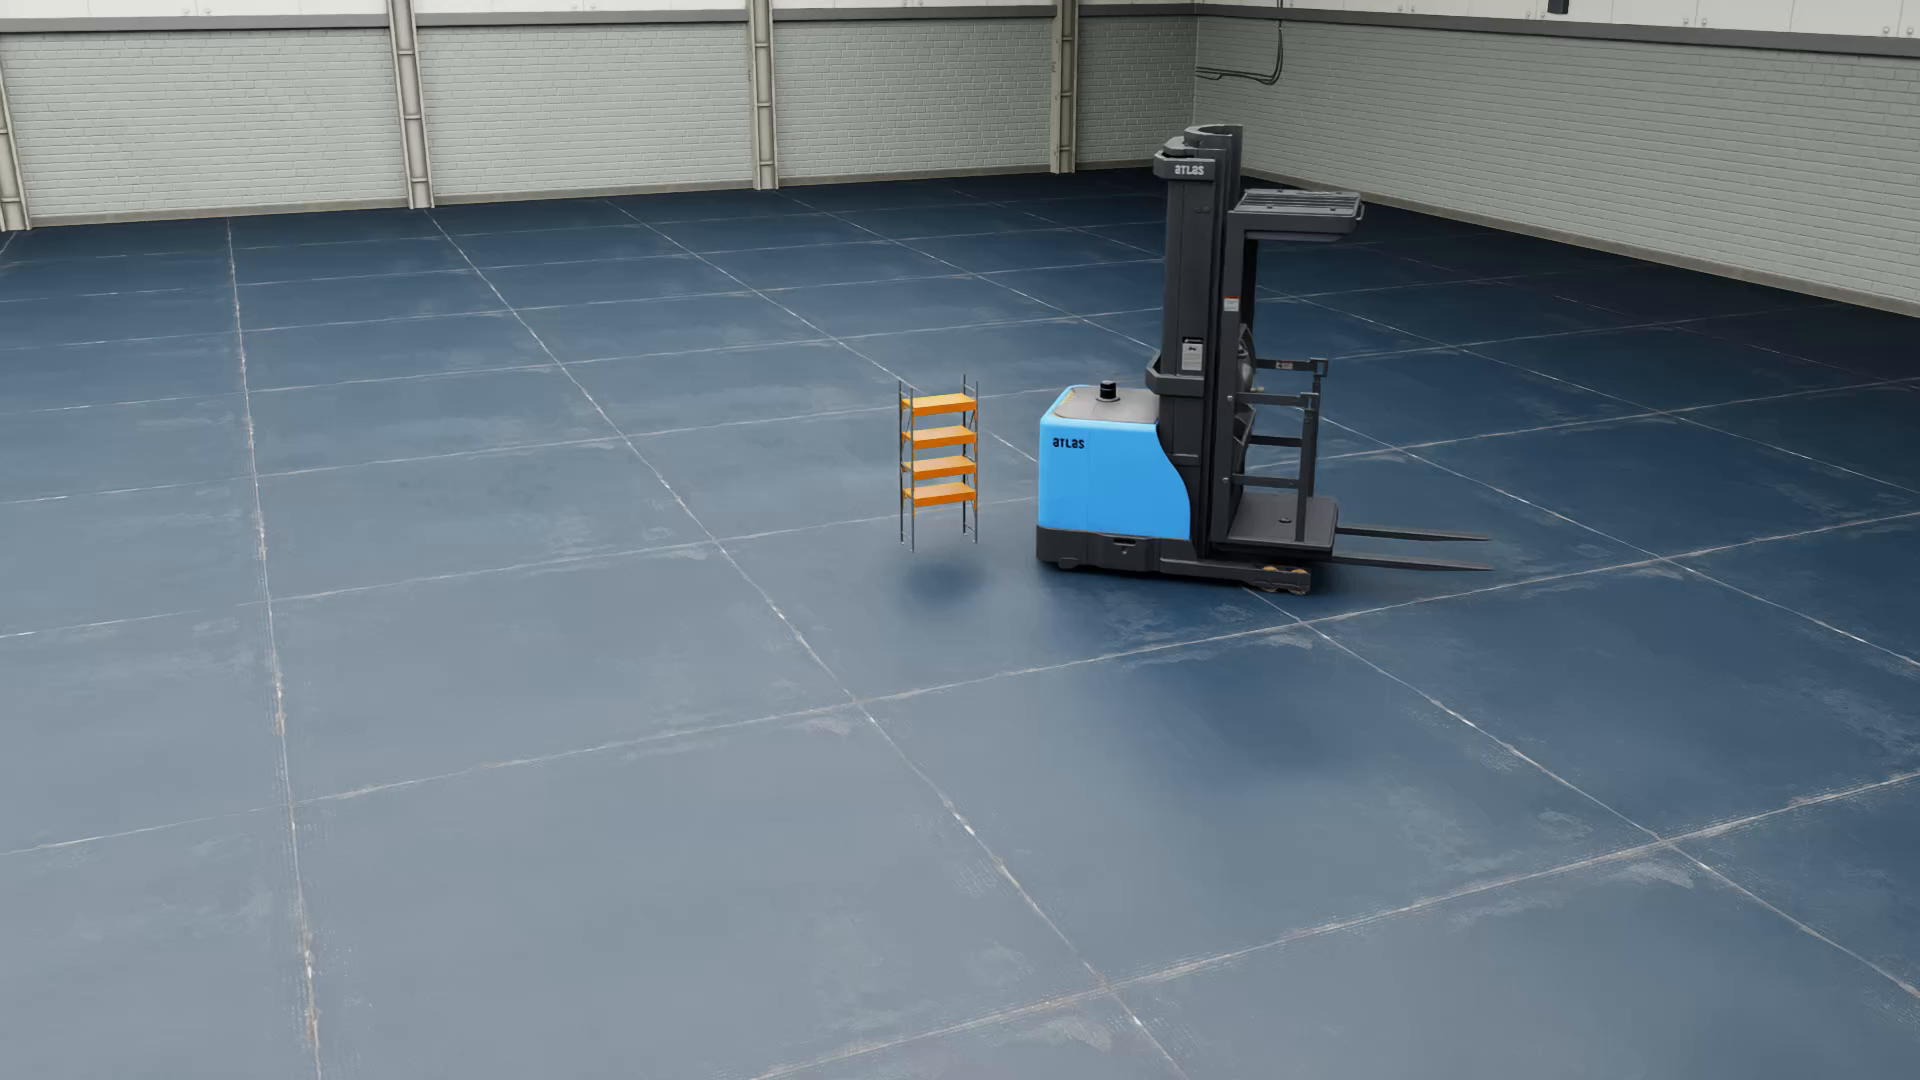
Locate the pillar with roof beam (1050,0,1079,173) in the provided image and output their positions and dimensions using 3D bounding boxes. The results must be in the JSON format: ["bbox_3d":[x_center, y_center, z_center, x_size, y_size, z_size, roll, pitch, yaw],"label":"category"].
[{"bbox_3d":[3.696,-10.092,27.136,0.400,9.000,9.100,-8,21,-22],"label":"pillar with roof beam"}]

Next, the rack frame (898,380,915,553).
[{"bbox_3d":[-0.376,-0.512,11.670,0.015,1.200,0.240,-8,21,-22],"label":"rack frame"}]

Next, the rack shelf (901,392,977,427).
[{"bbox_3d":[-0.152,-0.915,11.630,0.480,0.148,0.258,-8,21,-22],"label":"rack shelf"}]

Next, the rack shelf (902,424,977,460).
[{"bbox_3d":[-0.152,-0.692,11.709,0.480,0.148,0.258,-8,21,-22],"label":"rack shelf"}]

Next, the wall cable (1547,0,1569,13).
[{"bbox_3d":[8.965,-10.097,22.027,0.169,6.003,2.305,-8,21,-22],"label":"wall cable"}]

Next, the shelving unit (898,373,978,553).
[{"bbox_3d":[-0.152,-0.544,11.761,0.503,1.200,0.258,-8,21,-22],"label":"shelving unit"}]

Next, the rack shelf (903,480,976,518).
[{"bbox_3d":[-0.152,-0.293,11.849,0.480,0.148,0.258,-8,21,-22],"label":"rack shelf"}]

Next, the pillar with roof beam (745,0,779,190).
[{"bbox_3d":[-1.813,-9.303,24.894,0.400,9.000,9.100,-8,21,-22],"label":"pillar with roof beam"}]

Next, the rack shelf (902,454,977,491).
[{"bbox_3d":[-0.152,-0.481,11.783,0.480,0.148,0.258,-8,21,-22],"label":"rack shelf"}]

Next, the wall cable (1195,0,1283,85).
[{"bbox_3d":[5.219,-9.925,31.336,0.112,2.526,3.097,-8,21,-22],"label":"wall cable"}]

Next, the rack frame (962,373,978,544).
[{"bbox_3d":[0.072,-0.576,11.852,0.015,1.200,0.240,-8,21,-22],"label":"rack frame"}]

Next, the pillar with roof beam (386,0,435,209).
[{"bbox_3d":[-7.323,-8.514,22.653,0.400,9.000,9.100,-8,21,-22],"label":"pillar with roof beam"}]

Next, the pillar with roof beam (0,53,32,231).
[{"bbox_3d":[-12.832,-7.725,20.411,0.400,9.000,9.100,-8,21,-22],"label":"pillar with roof beam"}]

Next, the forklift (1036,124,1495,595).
[{"bbox_3d":[2.097,-1.217,11.064,3.031,2.935,1.130,5,20,14],"label":"forklift"}]
